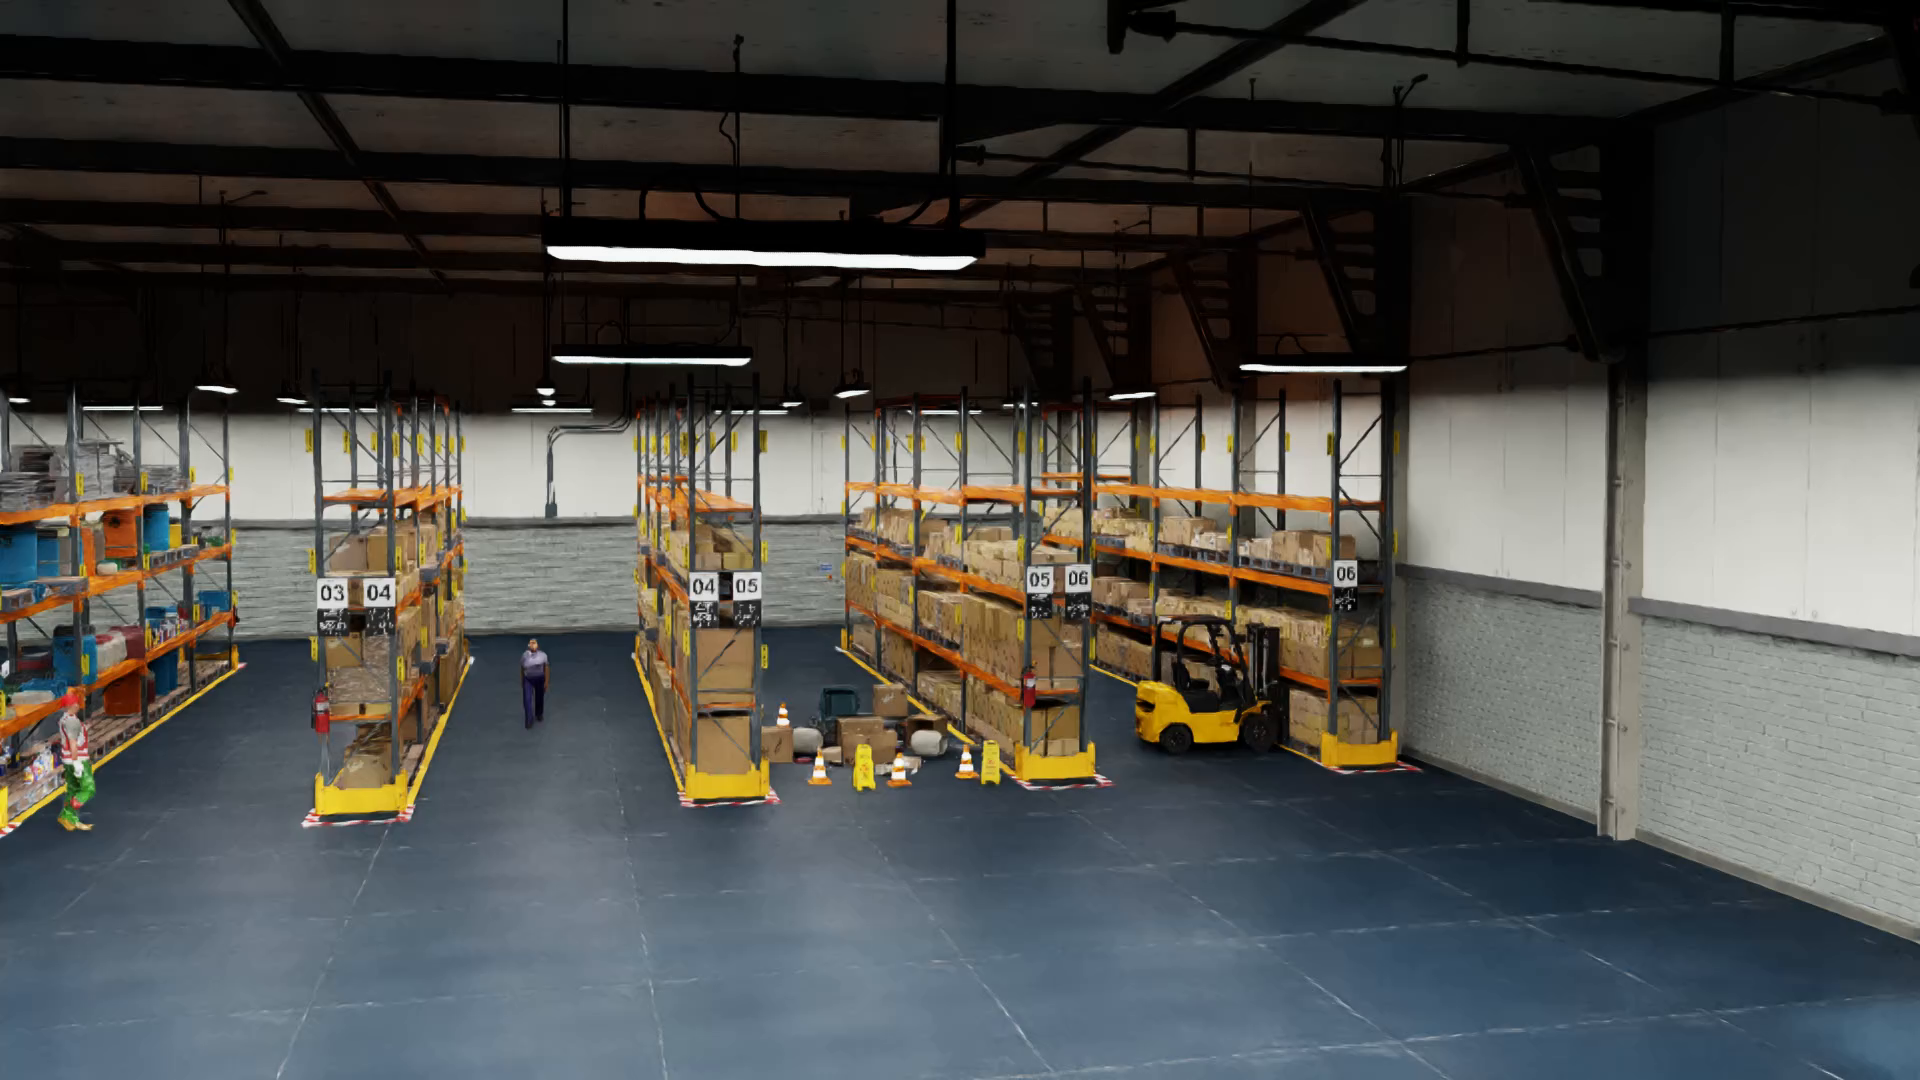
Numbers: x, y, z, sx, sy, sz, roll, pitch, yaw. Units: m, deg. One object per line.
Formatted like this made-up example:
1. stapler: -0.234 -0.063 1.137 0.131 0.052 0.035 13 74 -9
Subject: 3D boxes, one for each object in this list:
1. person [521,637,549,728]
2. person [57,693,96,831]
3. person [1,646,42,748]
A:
1. person: -7.529 2.507 29.475 0.492 1.585 1.033 -1 3 -15
2. person: -11.452 2.867 21.466 0.444 1.786 0.598 -3 4 -39
3. person: -15.333 2.565 27.040 0.575 1.714 1.104 0 3 -4
